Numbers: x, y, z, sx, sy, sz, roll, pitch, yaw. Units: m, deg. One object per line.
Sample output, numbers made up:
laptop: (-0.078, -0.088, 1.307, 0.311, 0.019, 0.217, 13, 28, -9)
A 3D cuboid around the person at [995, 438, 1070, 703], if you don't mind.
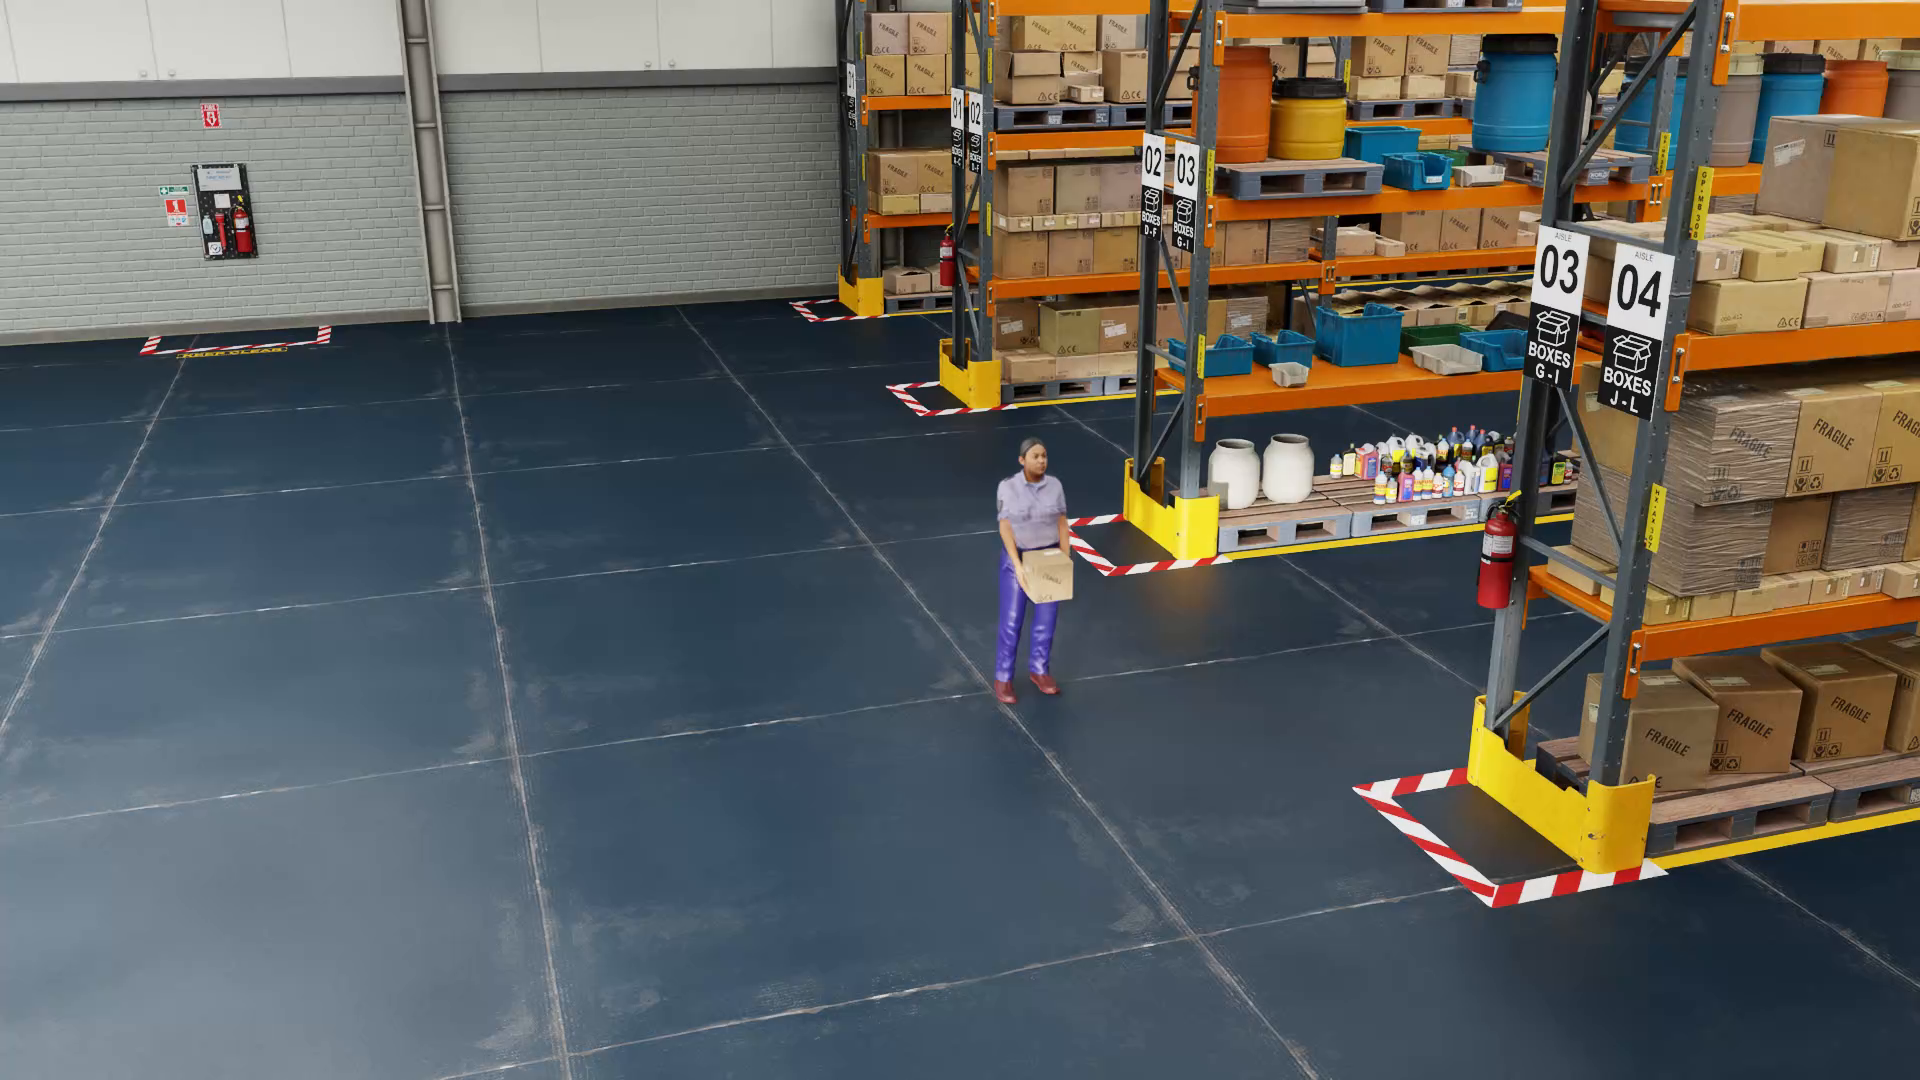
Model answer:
person: (0.458, 0.184, 10.563, 0.523, 1.650, 0.458, -6, 20, -17)
